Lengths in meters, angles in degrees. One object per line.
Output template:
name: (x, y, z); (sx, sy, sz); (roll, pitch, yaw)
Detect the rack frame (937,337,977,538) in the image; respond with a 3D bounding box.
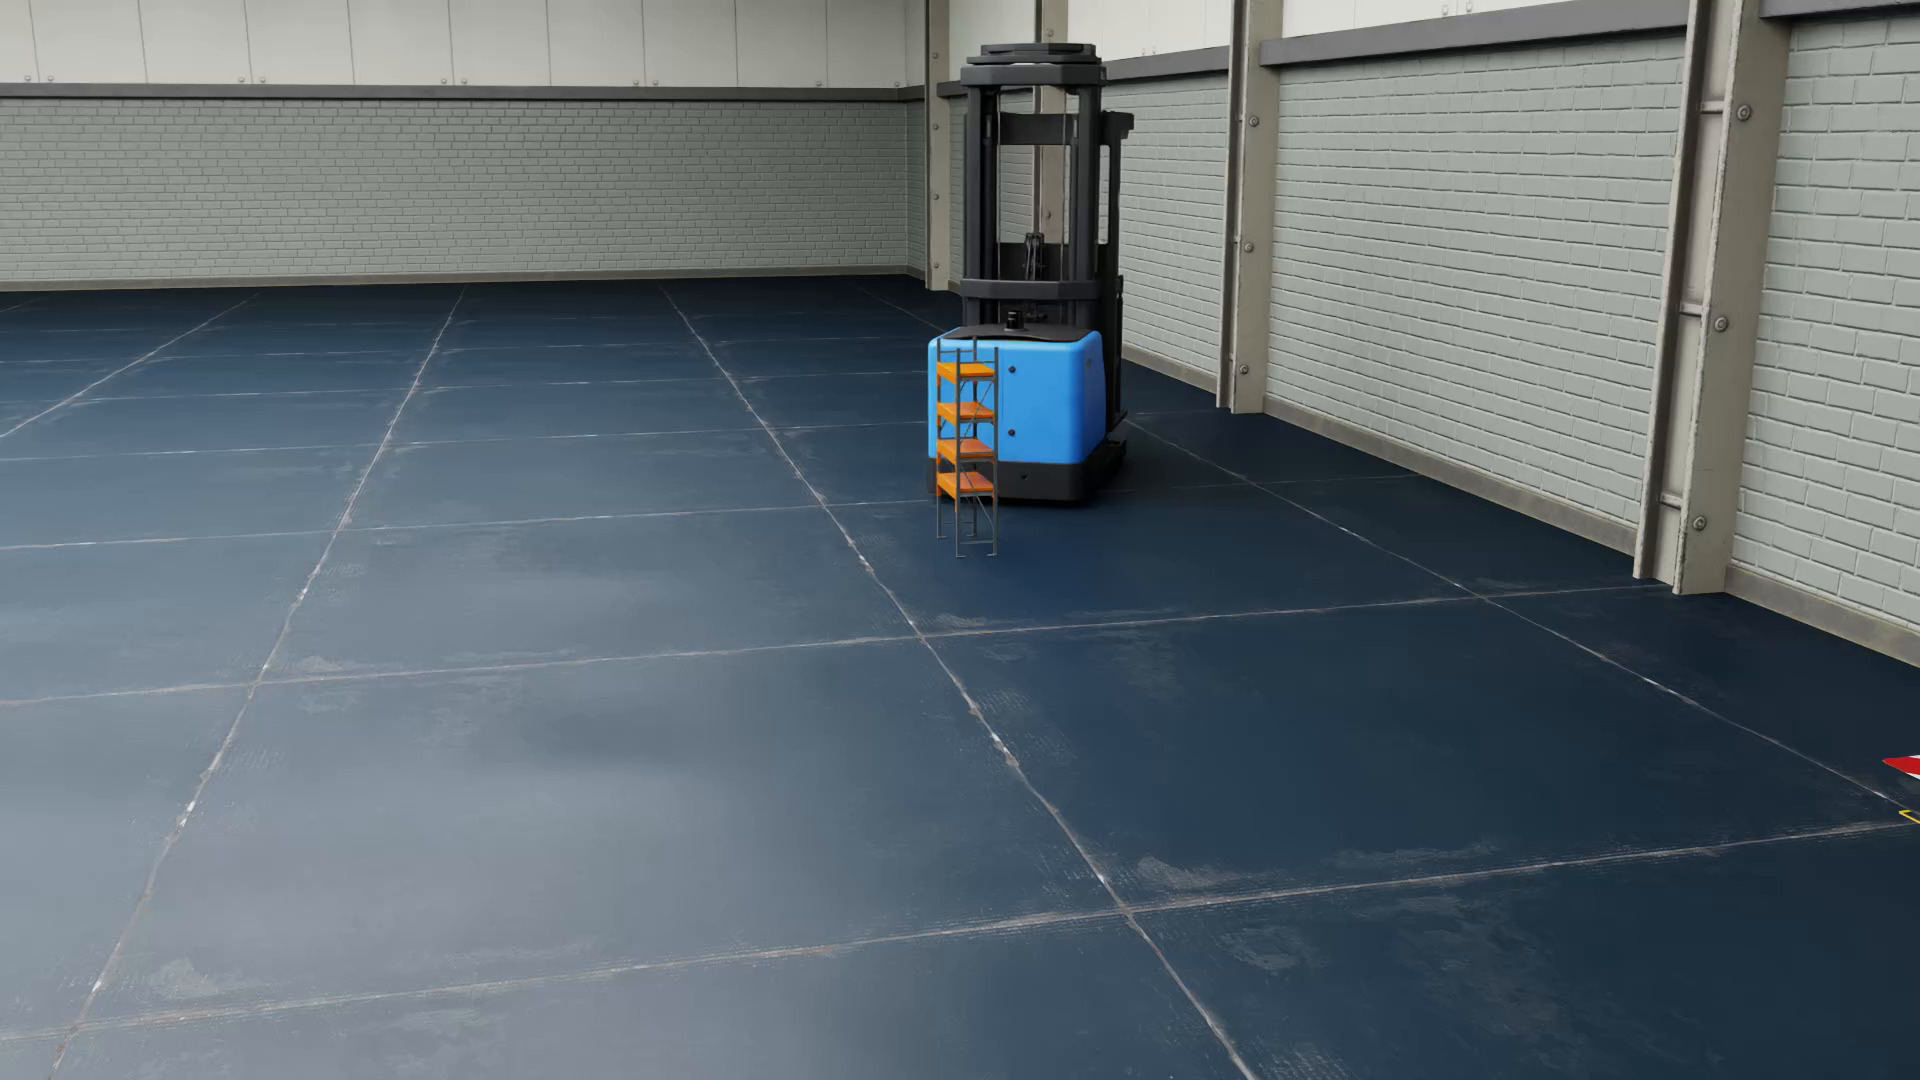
rack frame: (-0.018, -0.601, 9.859); (0.240, 1.200, 0.015); (-3, 14, -13)

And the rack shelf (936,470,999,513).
rack shelf: (0.039, -0.286, 9.691); (0.258, 0.148, 0.480); (-3, 14, -13)

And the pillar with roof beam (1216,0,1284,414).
pillar with roof beam: (-1.712, -5.281, 12.583); (9.100, 9.000, 0.400); (-3, 14, -13)

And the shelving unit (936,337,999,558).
shelving unit: (0.039, -0.545, 9.628); (0.258, 1.200, 0.503); (-3, 14, -13)

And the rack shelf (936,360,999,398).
rack shelf: (0.039, -0.926, 9.535); (0.258, 0.148, 0.480); (-3, 14, -13)

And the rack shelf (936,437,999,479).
rack shelf: (0.039, -0.479, 9.644); (0.258, 0.148, 0.480); (-3, 14, -13)

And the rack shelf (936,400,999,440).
rack shelf: (0.039, -0.697, 9.591); (0.258, 0.148, 0.480); (-3, 14, -13)

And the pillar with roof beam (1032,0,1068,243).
pillar with roof beam: (-3.121, -6.665, 18.249); (9.100, 9.000, 0.400); (-3, 14, -13)

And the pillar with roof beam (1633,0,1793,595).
pillar with roof beam: (-0.303, -3.897, 6.918); (9.100, 9.000, 0.400); (-3, 14, -13)

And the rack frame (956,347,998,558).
rack frame: (0.096, -0.488, 9.398); (0.240, 1.200, 0.015); (-3, 14, -13)

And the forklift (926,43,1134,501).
forklift: (0.618, -1.978, 11.846); (1.130, 2.935, 3.031); (3, 14, 13)
